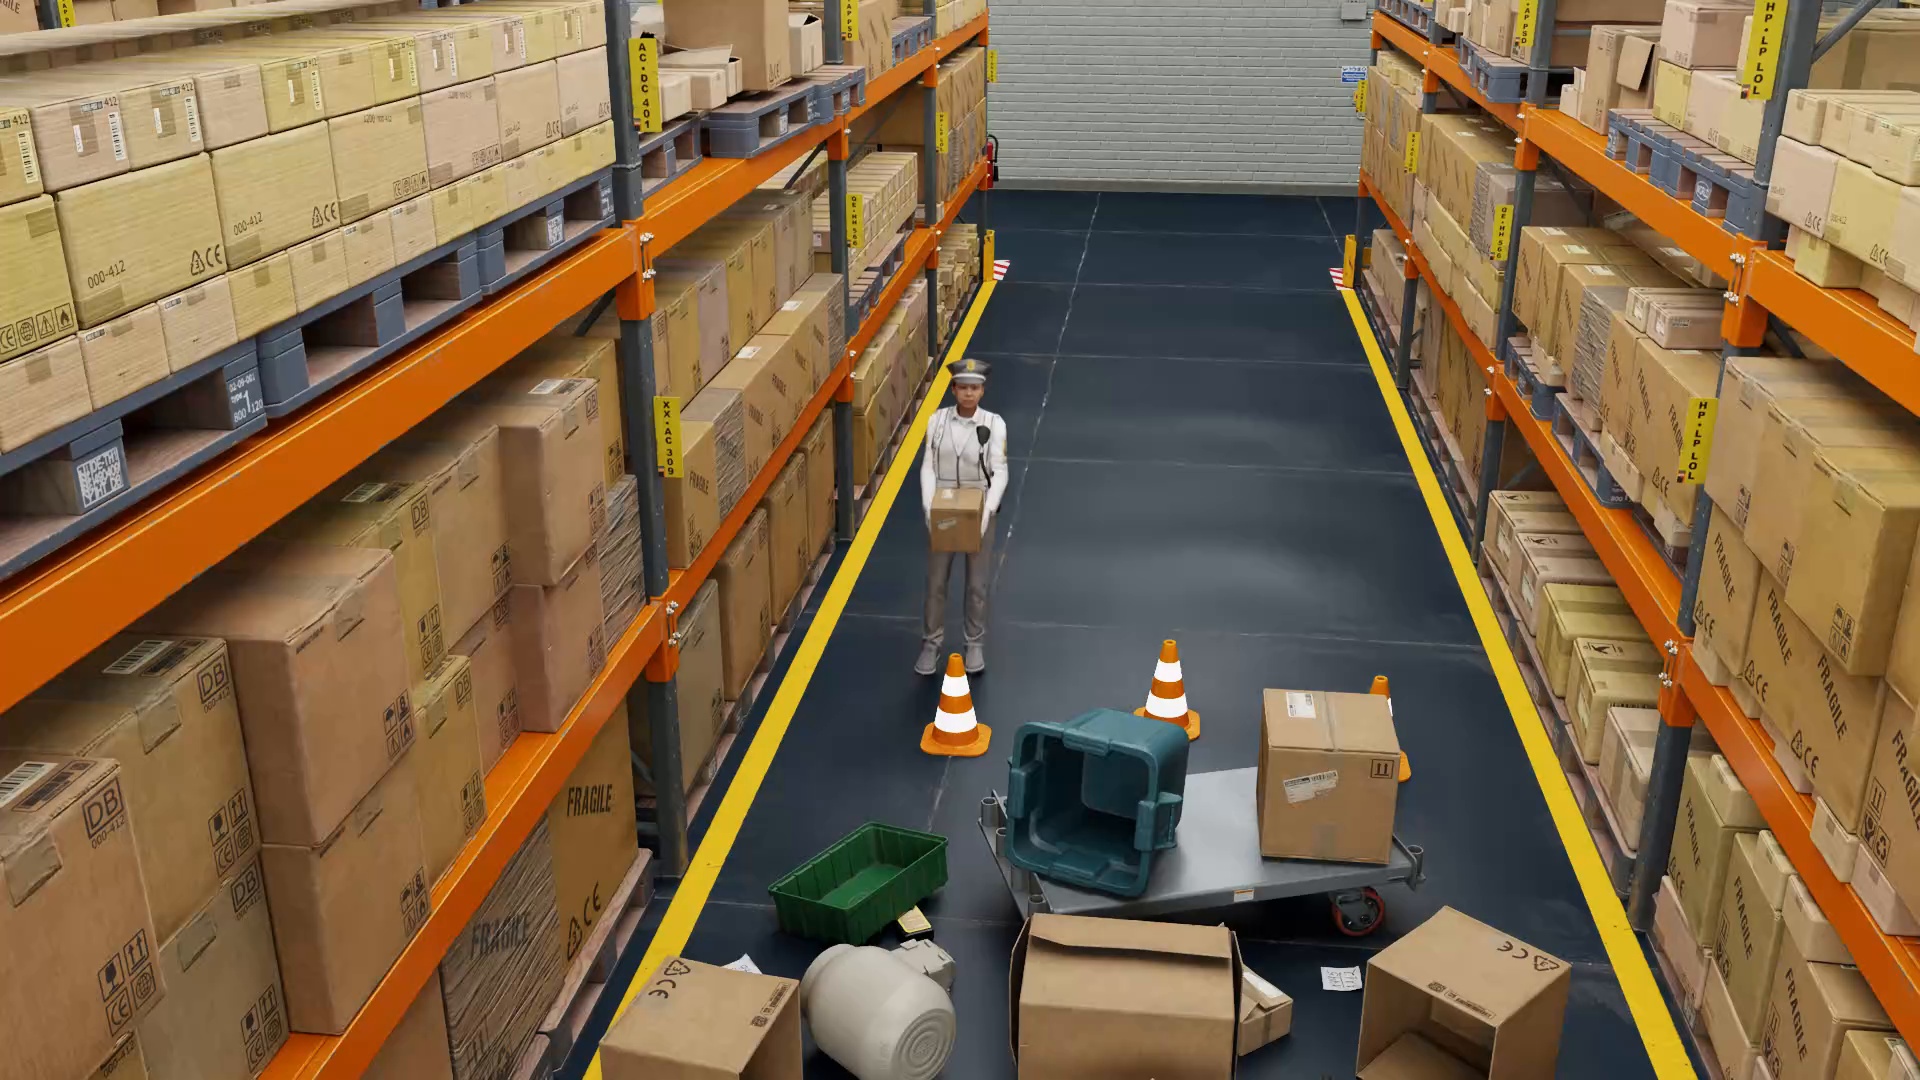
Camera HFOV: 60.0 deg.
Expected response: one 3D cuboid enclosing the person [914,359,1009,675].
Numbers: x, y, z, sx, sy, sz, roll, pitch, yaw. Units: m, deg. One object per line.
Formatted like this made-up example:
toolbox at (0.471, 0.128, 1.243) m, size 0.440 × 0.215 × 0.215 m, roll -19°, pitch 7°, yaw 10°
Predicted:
person at (0.013, -0.122, 8.842) m, size 0.492 × 1.701 × 0.539 m, roll 2°, pitch 21°, yaw 6°
